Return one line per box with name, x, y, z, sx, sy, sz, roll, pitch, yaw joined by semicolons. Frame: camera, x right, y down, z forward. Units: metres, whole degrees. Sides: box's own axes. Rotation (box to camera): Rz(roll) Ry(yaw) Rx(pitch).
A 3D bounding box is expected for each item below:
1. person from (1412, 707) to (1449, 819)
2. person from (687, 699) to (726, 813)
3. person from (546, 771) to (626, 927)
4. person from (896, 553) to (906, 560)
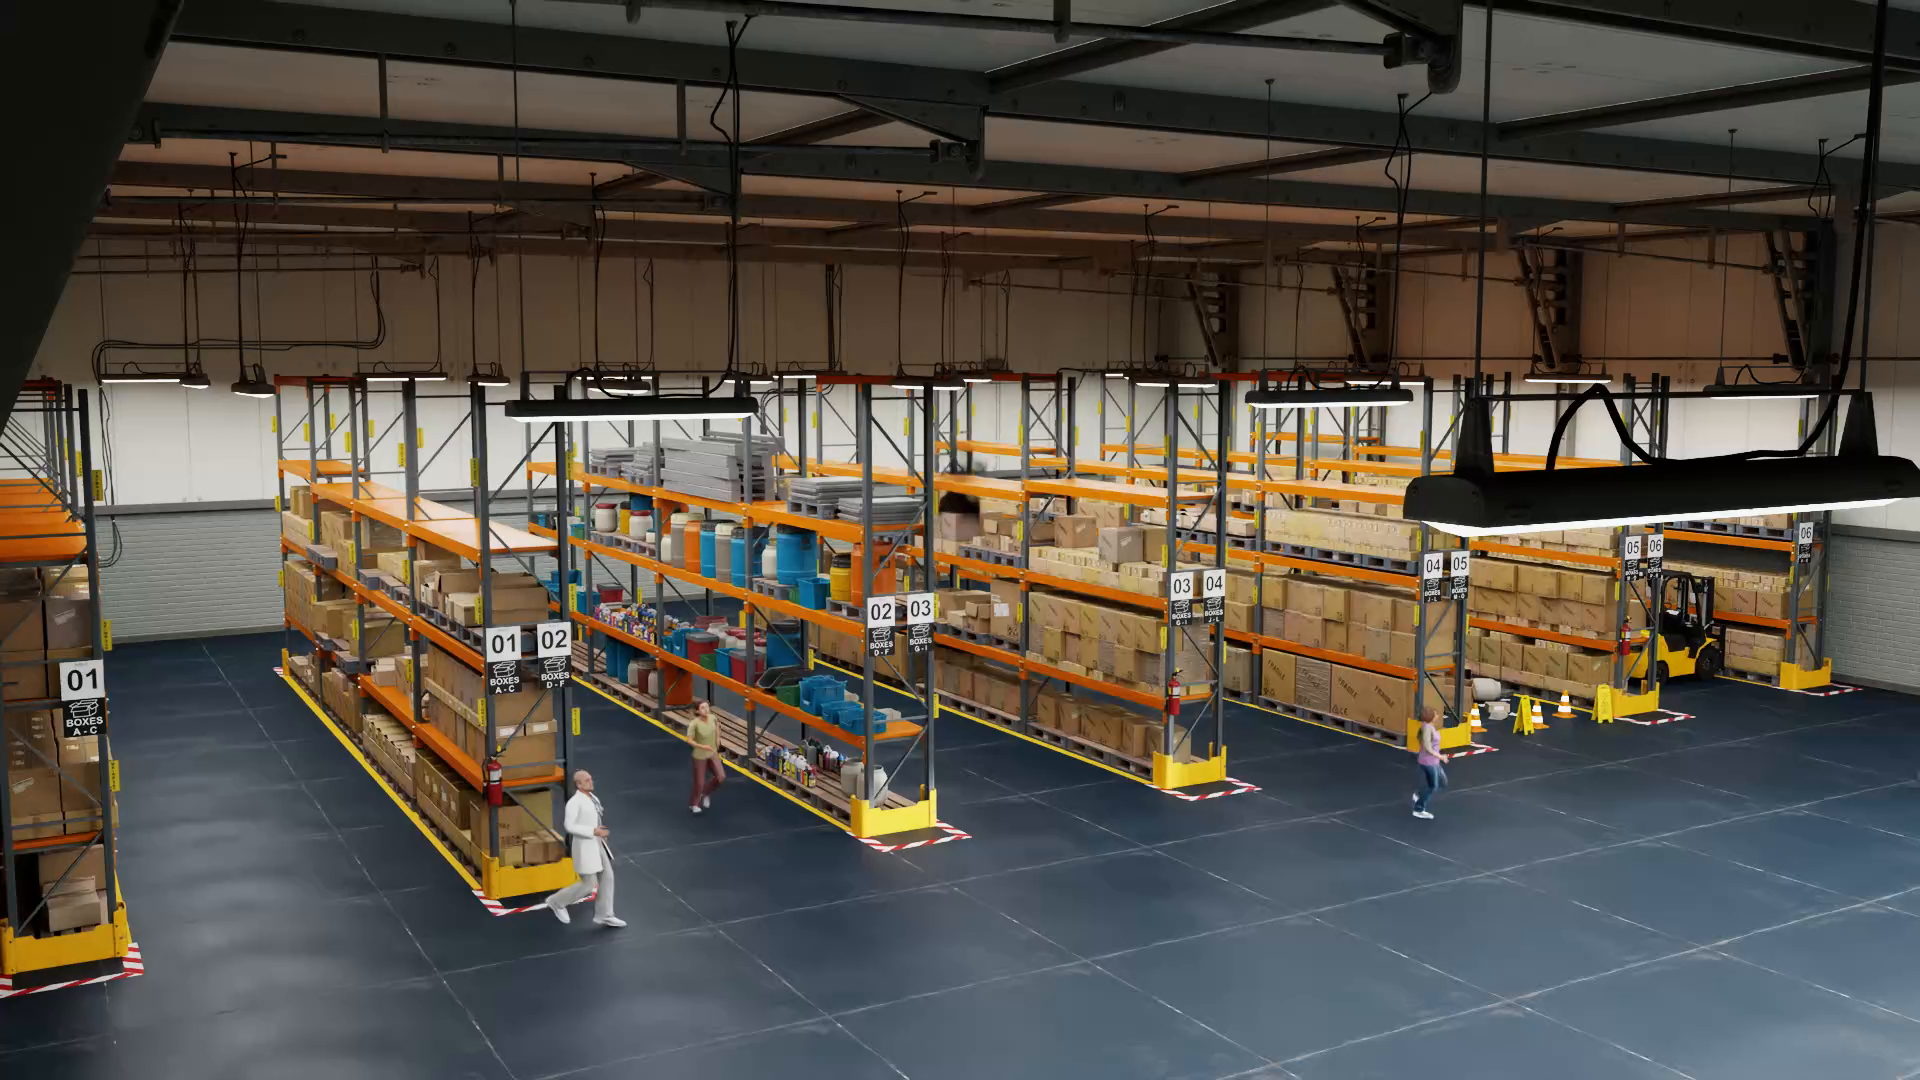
person;6.484;3.061;22.894;0.478;1.561;0.550;2;6;15
person;-3.519;2.997;23.042;0.596;1.622;0.716;-5;8;-36
person;-4.170;3.441;18.475;0.872;1.785;0.722;1;6;9
person;-1.472;1.148;39.694;0.754;1.728;0.714;0;6;-2
